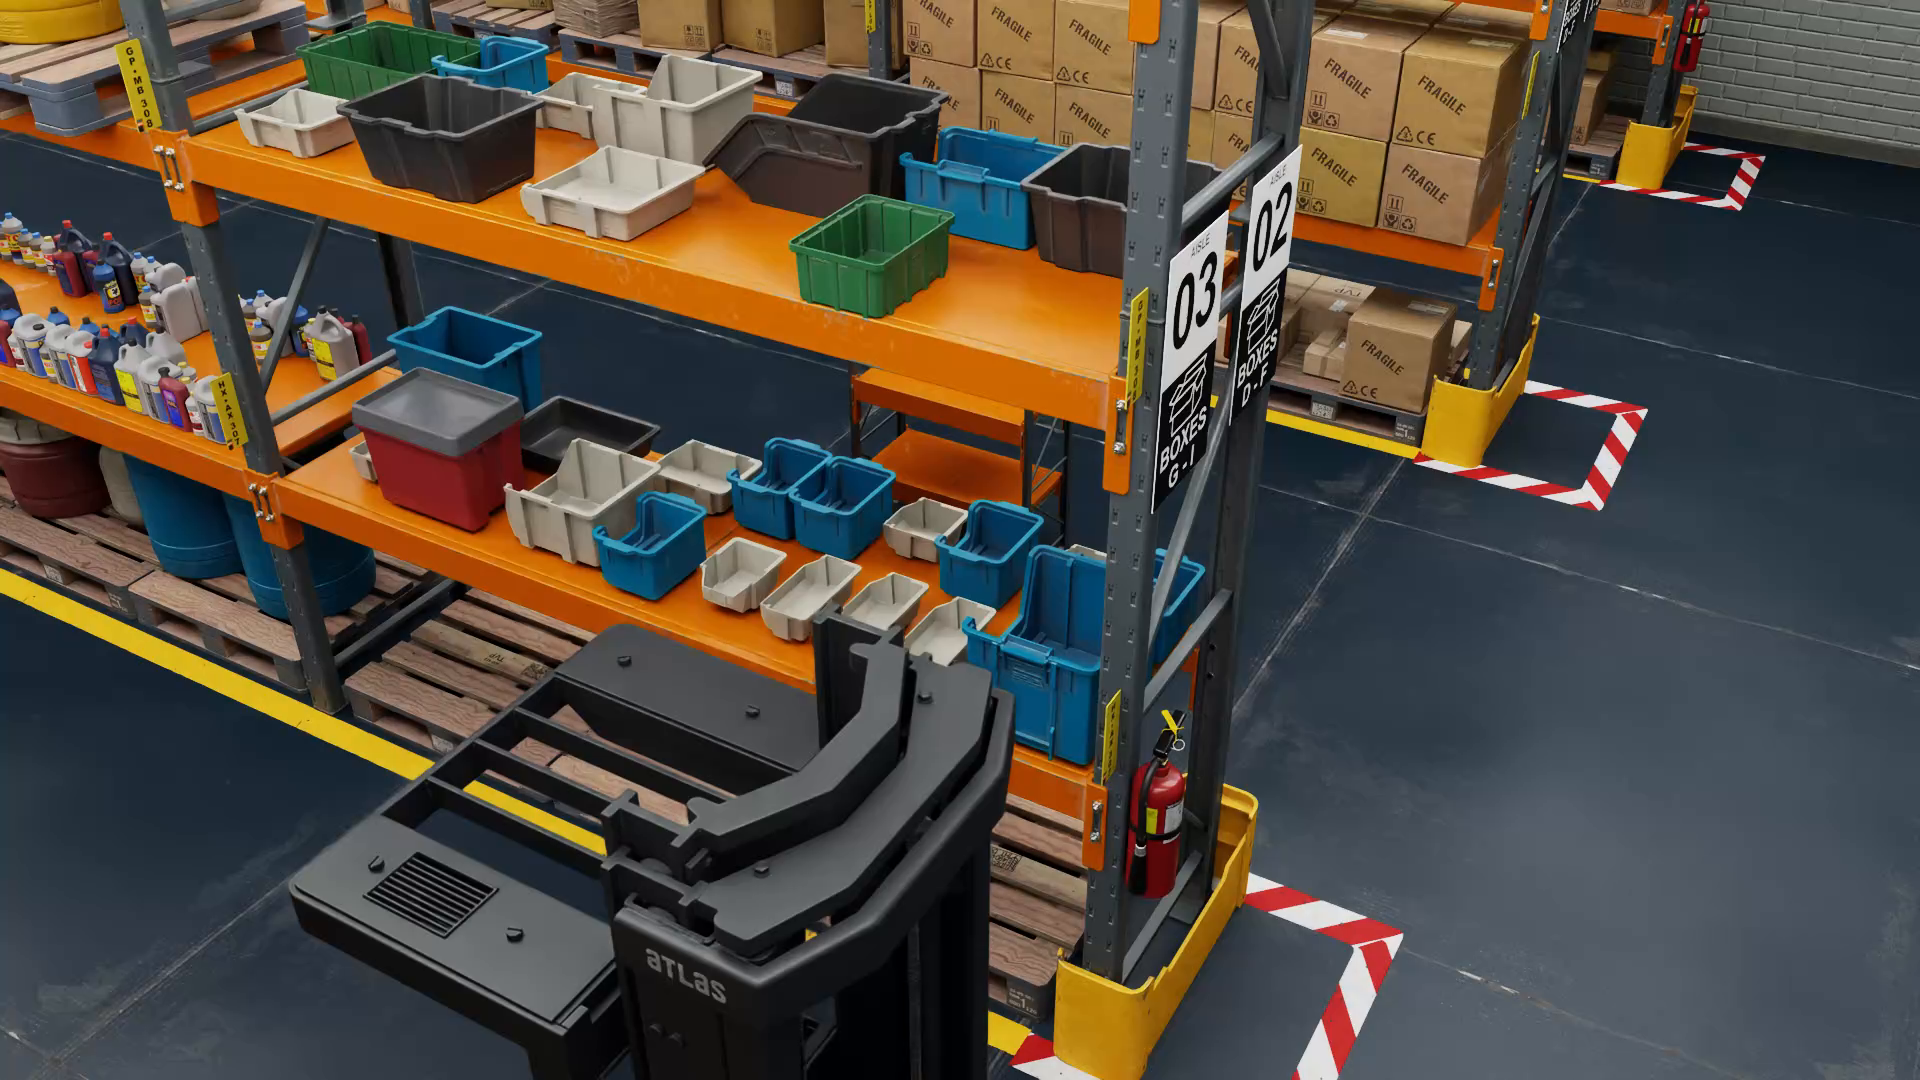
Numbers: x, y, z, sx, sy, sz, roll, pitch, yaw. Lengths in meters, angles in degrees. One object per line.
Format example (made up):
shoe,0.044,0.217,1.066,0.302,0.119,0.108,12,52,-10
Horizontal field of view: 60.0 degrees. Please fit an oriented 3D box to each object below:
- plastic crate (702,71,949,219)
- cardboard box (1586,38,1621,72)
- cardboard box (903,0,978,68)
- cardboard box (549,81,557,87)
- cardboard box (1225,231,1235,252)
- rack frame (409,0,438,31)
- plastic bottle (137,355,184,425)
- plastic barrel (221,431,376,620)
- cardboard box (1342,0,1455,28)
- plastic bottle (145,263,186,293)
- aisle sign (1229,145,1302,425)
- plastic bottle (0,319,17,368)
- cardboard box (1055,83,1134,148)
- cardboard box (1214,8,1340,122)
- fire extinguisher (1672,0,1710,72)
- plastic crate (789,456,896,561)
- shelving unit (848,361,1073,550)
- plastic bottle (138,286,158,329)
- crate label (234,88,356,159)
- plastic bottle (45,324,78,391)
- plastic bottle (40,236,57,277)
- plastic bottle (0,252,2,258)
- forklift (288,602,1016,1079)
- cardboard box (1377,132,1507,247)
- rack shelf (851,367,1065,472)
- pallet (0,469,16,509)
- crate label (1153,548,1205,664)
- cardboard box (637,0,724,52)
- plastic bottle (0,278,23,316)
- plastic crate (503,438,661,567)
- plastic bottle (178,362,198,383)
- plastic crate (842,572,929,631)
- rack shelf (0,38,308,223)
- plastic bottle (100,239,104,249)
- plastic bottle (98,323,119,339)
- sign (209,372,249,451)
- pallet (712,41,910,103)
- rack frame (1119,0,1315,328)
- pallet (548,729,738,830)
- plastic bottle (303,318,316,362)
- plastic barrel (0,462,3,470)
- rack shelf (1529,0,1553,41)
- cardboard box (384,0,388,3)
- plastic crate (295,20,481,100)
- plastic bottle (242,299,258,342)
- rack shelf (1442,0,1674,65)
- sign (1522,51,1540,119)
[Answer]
plastic crate,-0.456,-1.352,5.695,0.767,0.338,0.504,18,37,24
cardboard box,5.200,-3.955,13.545,0.250,0.149,0.380,18,38,25
cardboard box,-0.008,-3.252,10.207,0.500,0.500,0.500,19,38,26
cardboard box,-2.771,-3.457,12.687,0.500,0.250,0.500,19,38,26
cardboard box,1.356,-1.689,10.707,0.637,0.503,0.797,18,37,24
rack frame,-3.751,-4.160,12.561,0.127,3.000,1.000,18,37,24
plastic bottle,-3.559,-0.679,7.446,0.135,0.276,0.152,18,37,24
plastic barrel,-3.203,-0.136,8.033,0.708,0.901,0.600,18,37,24
cardboard box,2.483,-2.806,9.537,0.500,0.500,0.500,18,38,25
plastic bottle,-3.957,-1.254,8.310,0.135,0.276,0.152,18,37,24
aisle sign,0.944,-0.782,5.144,0.004,0.787,0.394,18,37,24
plastic bottle,-4.538,-0.963,7.866,0.133,0.283,0.061,18,37,24
cardboard box,0.909,-2.552,10.057,0.500,0.500,0.500,17,37,24
cardboard box,1.781,-2.686,9.356,0.500,0.500,0.500,19,38,26
fire extinguisher,5.552,-3.893,12.568,0.183,0.674,0.296,18,37,24
plastic crate,-0.460,-0.121,6.593,0.300,0.233,0.416,18,37,24
shelving unit,0.006,-0.466,8.706,1.048,1.125,0.538,18,37,24
plastic bottle,-4.003,-1.158,8.233,0.097,0.201,0.097,0,34,0
crate label,-2.457,-1.542,6.162,0.466,0.136,0.293,18,37,24
plastic bottle,-4.113,-0.854,7.710,0.135,0.276,0.152,18,37,24
plastic bottle,-4.766,-1.497,8.742,0.097,0.201,0.097,0,34,0
plastic bottle,-5.188,-1.660,8.924,0.097,0.271,0.097,0,34,0
forklift,-0.745,1.440,4.213,3.031,2.935,1.130,18,38,25
cardboard box,2.671,-1.993,9.218,0.500,0.500,0.500,19,38,26
rack shelf,0.006,-0.710,8.544,1.000,0.278,0.538,18,37,24
pallet,-5.507,-0.420,9.461,1.213,0.211,1.003,18,37,24
crate label,0.683,0.241,6.049,0.303,0.233,0.416,18,37,24
cardboard box,-1.842,-3.732,11.450,0.500,0.500,0.700,8,35,12
plastic bottle,-4.697,-1.165,8.109,0.185,0.351,0.144,18,37,24
plastic crate,-1.505,-0.144,6.584,0.530,0.282,0.437,18,37,24
plastic bottle,-3.513,-0.713,7.564,0.097,0.201,0.097,0,34,0
plastic crate,-0.308,0.284,6.072,0.243,0.136,0.396,18,37,24
rack shelf,-4.475,-2.176,7.525,4.000,0.370,1.077,18,37,24
plastic bottle,-4.380,-1.421,8.553,0.133,0.283,0.061,18,37,24
plastic bottle,-3.951,-0.881,7.753,0.097,0.271,0.097,0,34,0
sign,-3.013,-0.528,6.858,0.005,0.325,0.100,18,37,24
pallet,-0.917,-3.252,11.371,1.213,0.211,1.003,18,37,24
rack frame,0.734,-2.074,4.017,0.127,3.000,1.000,18,37,24
pallet,-1.018,1.002,7.325,1.213,0.211,1.003,18,37,24
plastic bottle,-3.071,-0.960,7.936,0.097,0.201,0.097,0,34,0
plastic barrel,-5.244,-0.678,9.198,0.421,0.512,0.421,0,34,0
rack shelf,1.459,-3.459,9.451,4.000,0.370,1.077,18,37,24
cardboard box,-4.431,-4.462,13.095,0.500,0.311,0.500,17,37,24
plastic crate,-2.221,-1.866,6.602,0.662,0.188,0.450,18,37,24
plastic bottle,-3.441,-1.077,8.112,0.097,0.201,0.097,0,34,0
rack shelf,3.913,-4.595,13.864,4.000,0.370,1.077,18,37,24
sign,2.902,-2.311,8.456,0.005,0.325,0.100,18,37,24
